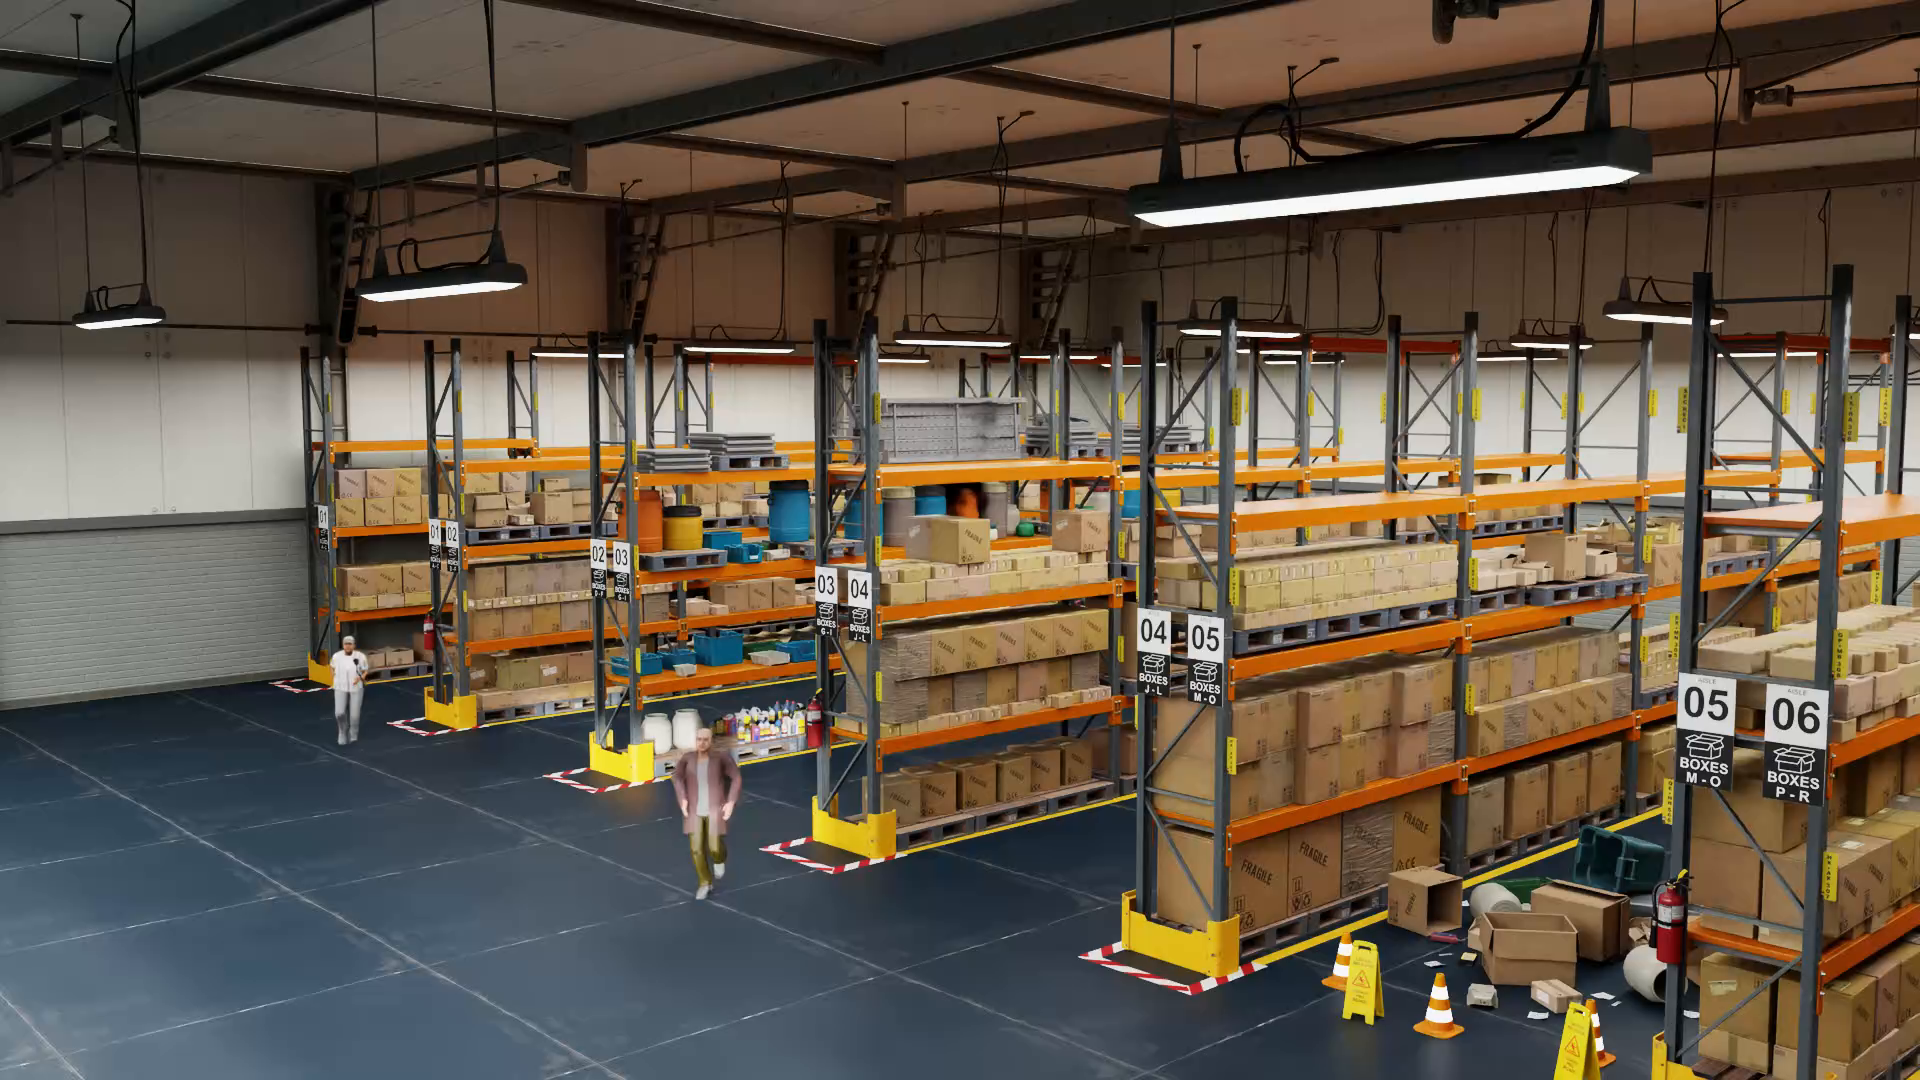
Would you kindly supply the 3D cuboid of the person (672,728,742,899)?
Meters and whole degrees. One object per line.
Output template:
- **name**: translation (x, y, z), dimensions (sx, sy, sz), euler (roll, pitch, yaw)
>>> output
- **person**: translation (-2.617, 2.792, 17.242), dimensions (0.724, 1.738, 0.673), euler (0, 5, 0)

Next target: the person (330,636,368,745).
- **person**: translation (-8.983, 2.204, 24.461), dimensions (0.537, 1.623, 0.719), euler (-2, 5, -18)
